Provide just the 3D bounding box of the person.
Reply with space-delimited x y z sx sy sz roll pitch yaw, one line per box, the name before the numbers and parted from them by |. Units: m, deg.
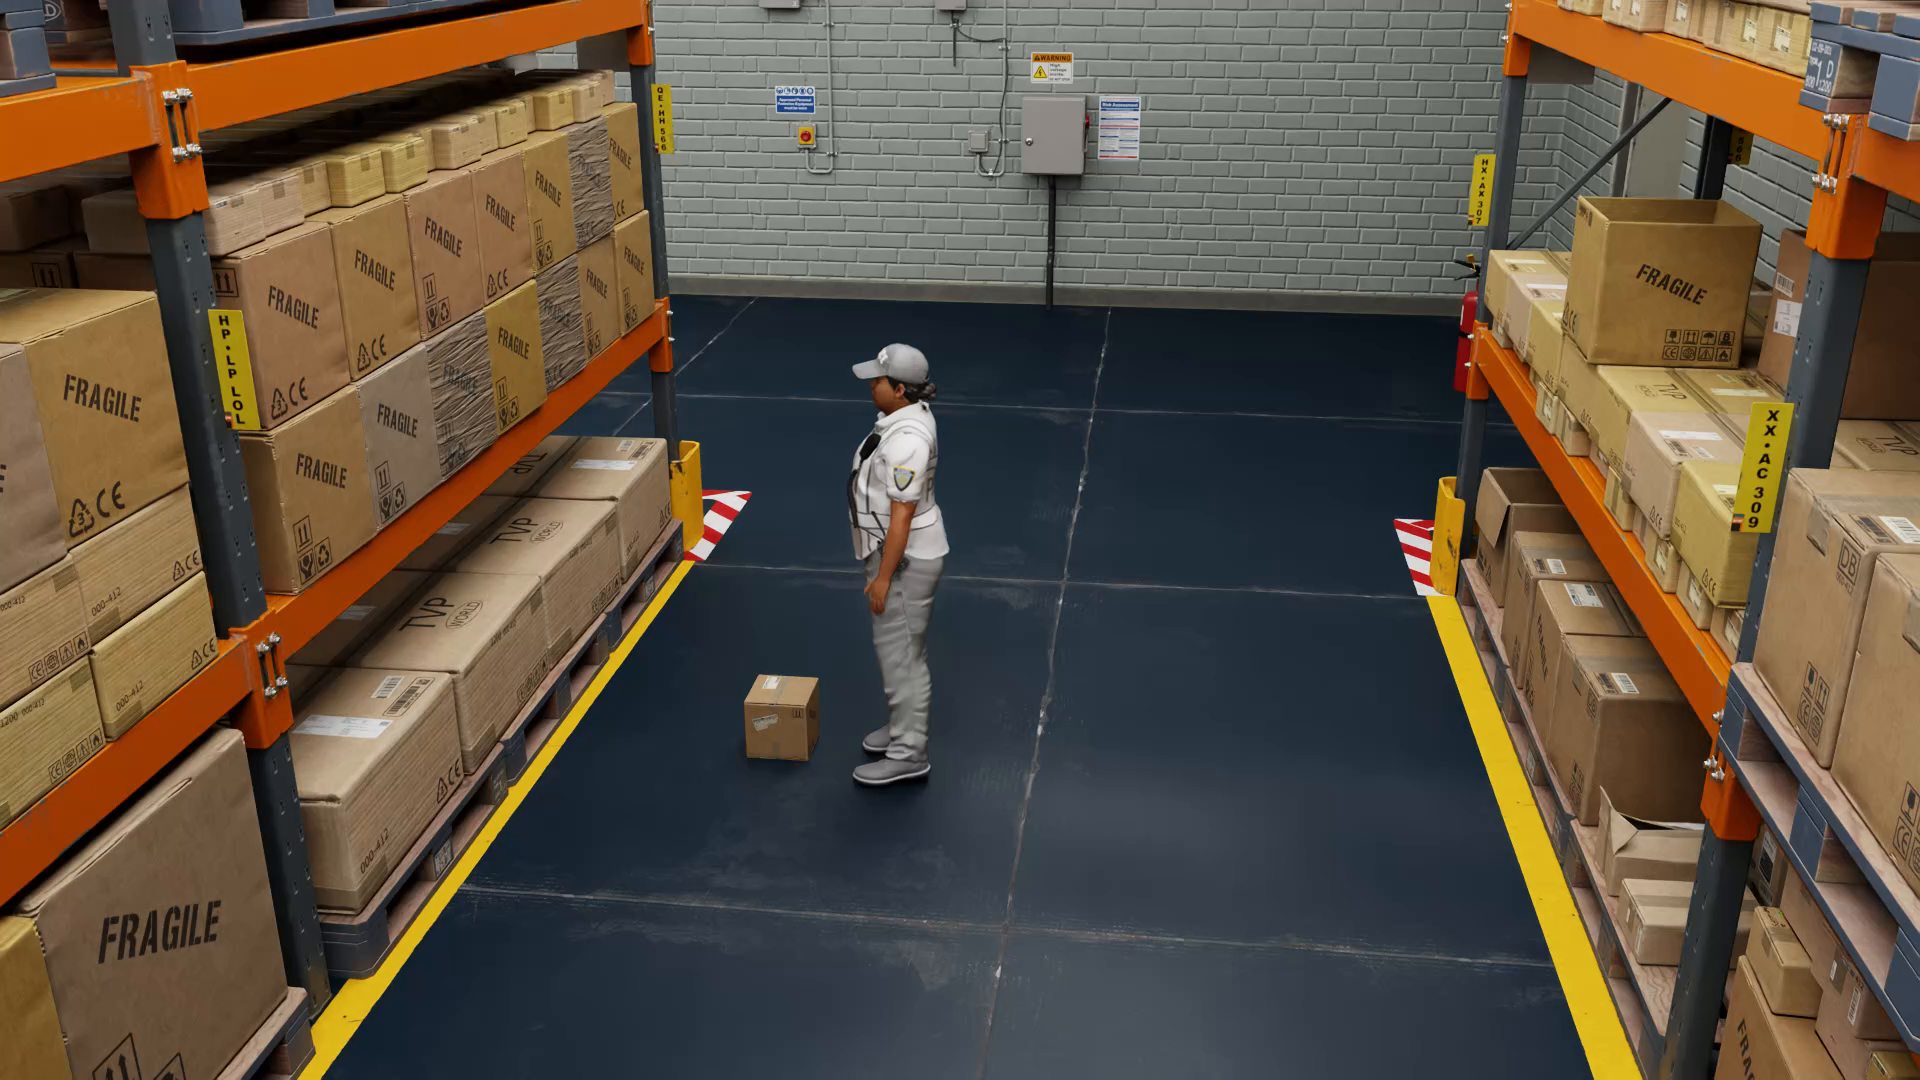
person | -0.235 0.074 6.356 0.384 1.676 0.538 -1 21 -3
